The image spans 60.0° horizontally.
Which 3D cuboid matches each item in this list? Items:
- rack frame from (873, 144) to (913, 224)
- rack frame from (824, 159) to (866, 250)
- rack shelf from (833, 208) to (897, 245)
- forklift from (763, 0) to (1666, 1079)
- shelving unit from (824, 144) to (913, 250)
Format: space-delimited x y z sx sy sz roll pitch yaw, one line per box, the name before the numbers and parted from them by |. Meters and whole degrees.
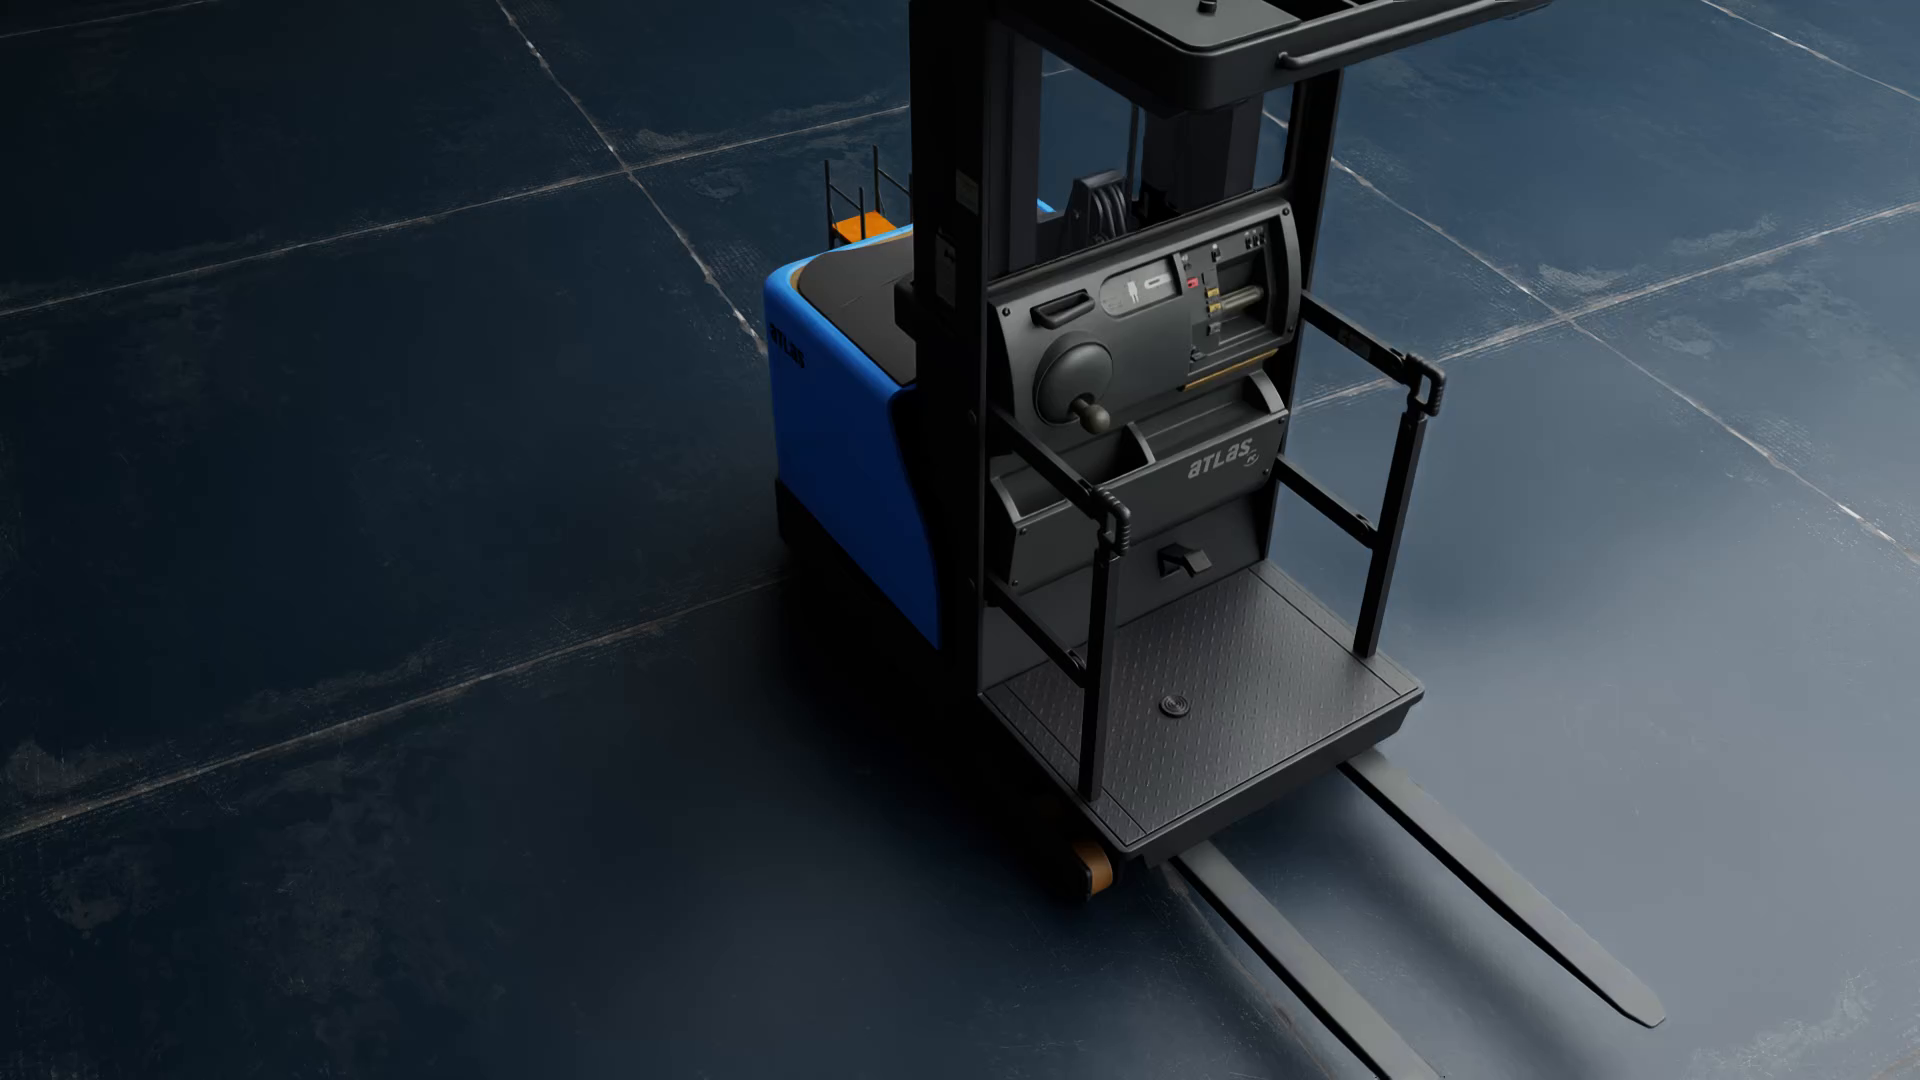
rack frame | -0.214 -0.766 5.726 0.006 1.200 0.240 -23 45 -25
rack frame | -0.367 -0.701 5.649 0.006 1.200 0.240 -23 45 -25
rack shelf | -0.291 -0.974 5.484 0.180 0.103 0.258 -23 45 -25
forklift | 0.610 -0.491 4.061 1.130 2.935 3.031 -23 45 -25
shelving unit | -0.291 -0.733 5.687 0.189 1.200 0.258 -23 45 -25
